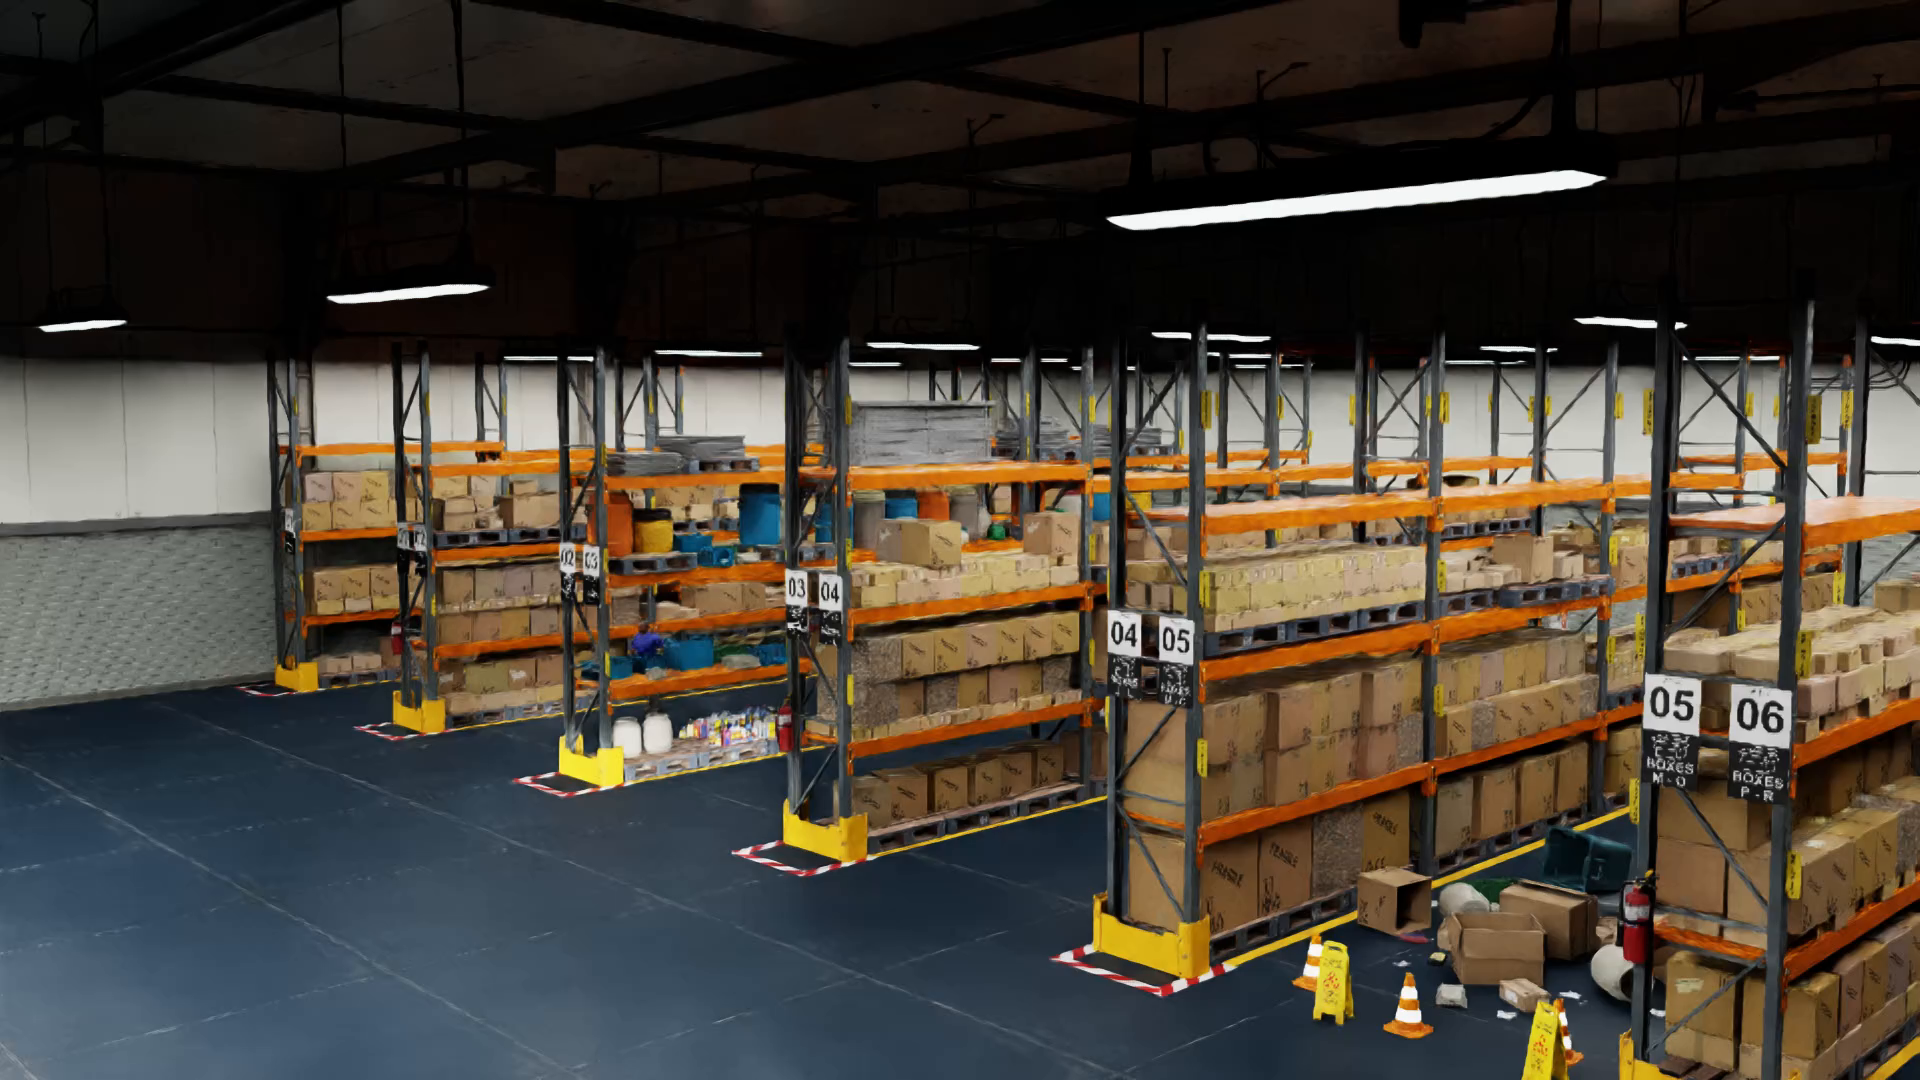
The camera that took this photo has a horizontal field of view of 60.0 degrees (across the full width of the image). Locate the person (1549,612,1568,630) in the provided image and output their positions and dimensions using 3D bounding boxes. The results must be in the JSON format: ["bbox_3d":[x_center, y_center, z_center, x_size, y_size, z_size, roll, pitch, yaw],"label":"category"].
[{"bbox_3d":[10.982,1.636,30.406,0.398,1.783,0.624,1,5,9],"label":"person"}]

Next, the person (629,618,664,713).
[{"bbox_3d":[-5.003,2.035,26.914,0.625,1.591,0.815,3,6,28],"label":"person"}]

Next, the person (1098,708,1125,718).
[{"bbox_3d":[2.432,1.984,26.555,0.447,1.770,0.569,2,5,20],"label":"person"}]
